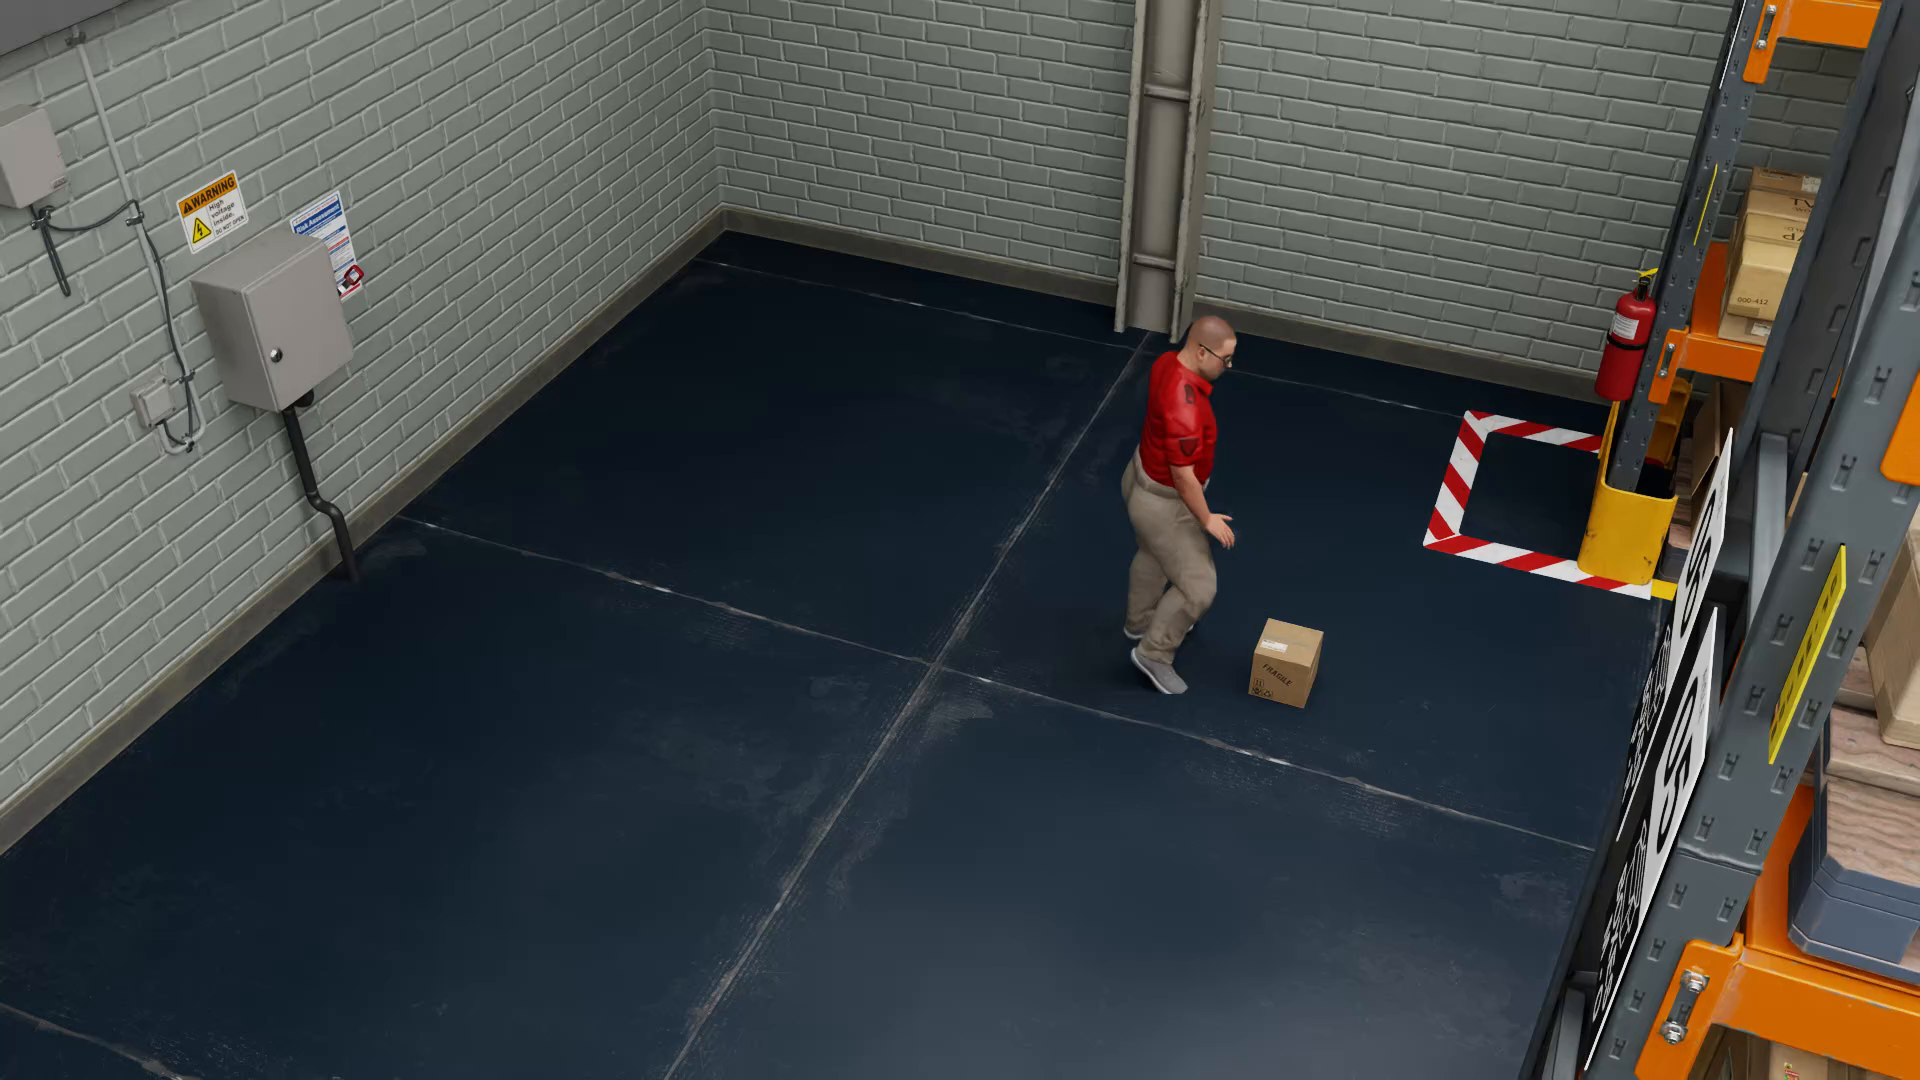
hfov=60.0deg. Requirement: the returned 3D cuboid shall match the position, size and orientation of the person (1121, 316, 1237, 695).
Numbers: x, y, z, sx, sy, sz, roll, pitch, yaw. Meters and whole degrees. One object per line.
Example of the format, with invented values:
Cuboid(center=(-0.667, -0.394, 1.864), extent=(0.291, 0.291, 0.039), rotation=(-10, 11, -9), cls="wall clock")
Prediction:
Cuboid(center=(0.911, -0.147, 7.068), extent=(0.440, 1.790, 0.571), rotation=(-2, 37, -2), cls="person")
